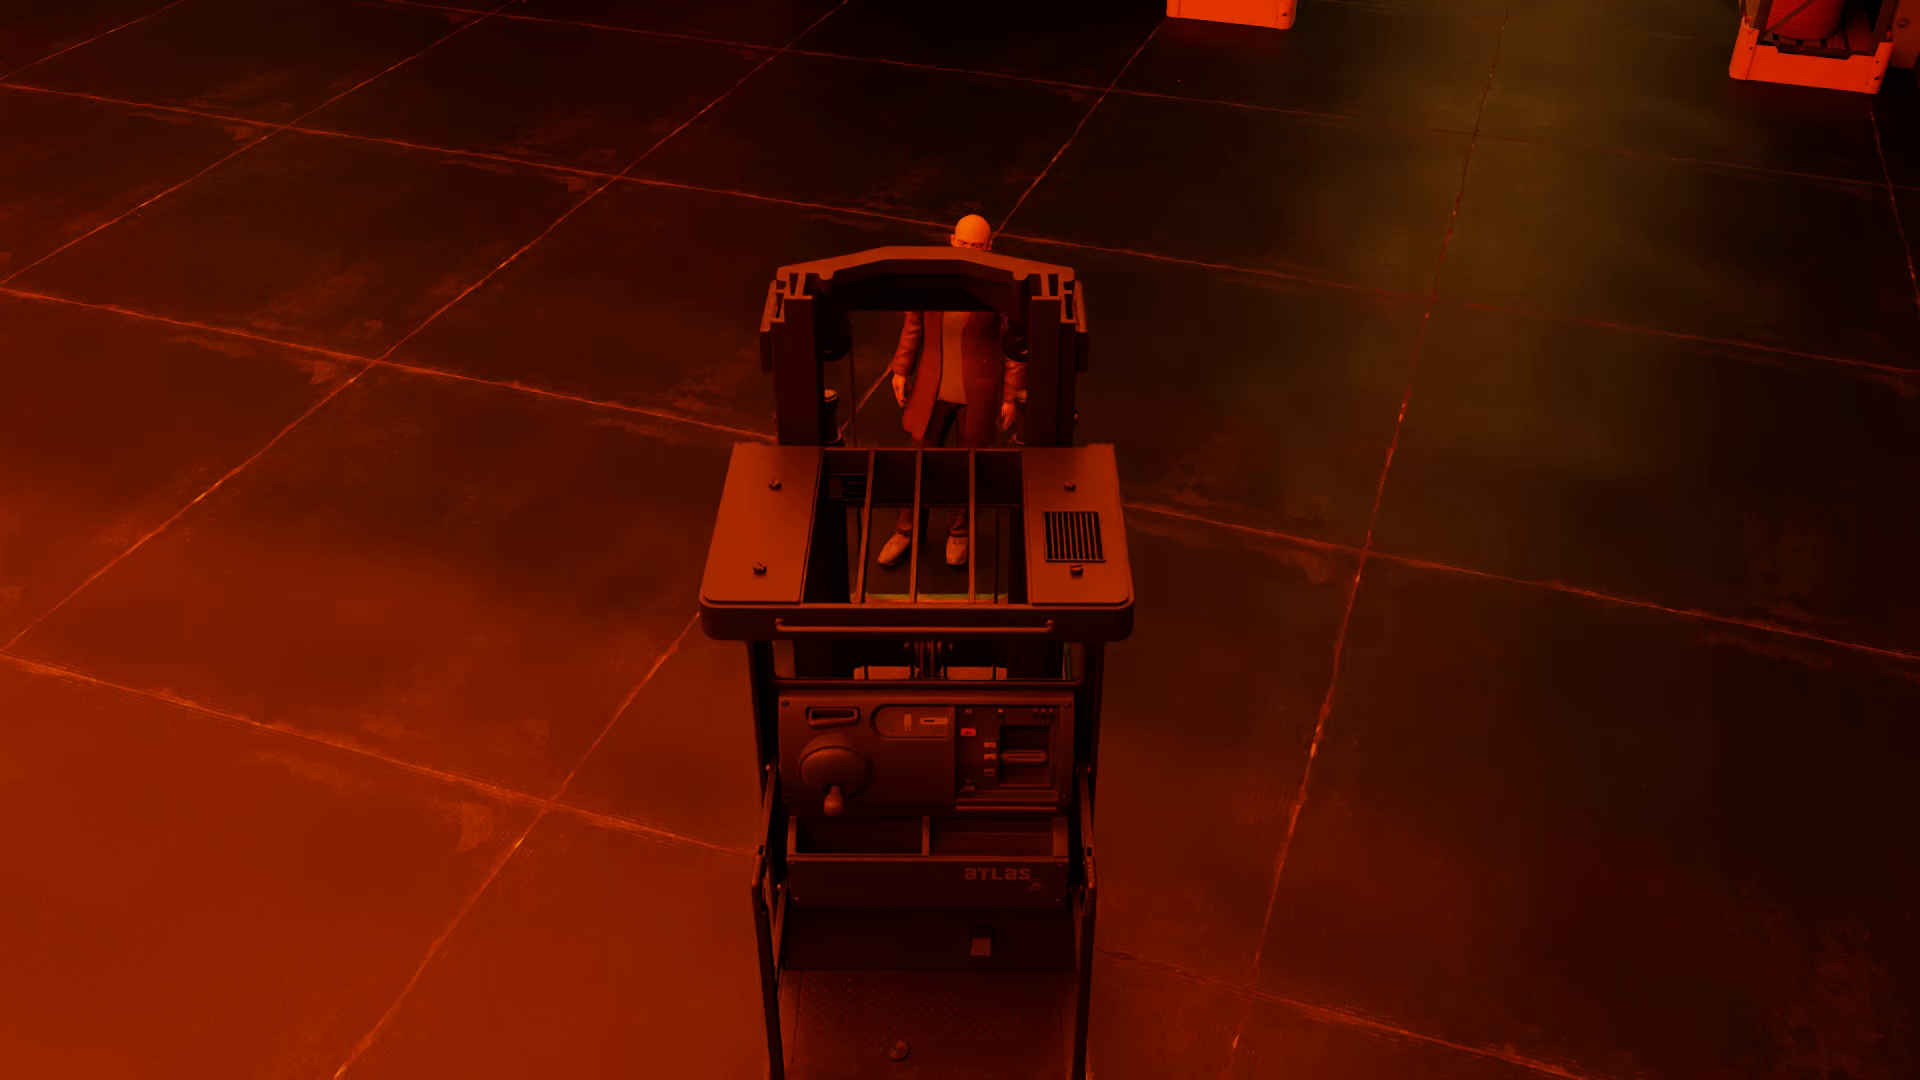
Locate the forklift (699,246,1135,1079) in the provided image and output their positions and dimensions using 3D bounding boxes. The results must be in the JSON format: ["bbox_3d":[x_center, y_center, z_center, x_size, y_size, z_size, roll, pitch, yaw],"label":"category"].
[{"bbox_3d":[-0.105,0.737,5.071,1.130,2.935,3.031,0,35,0],"label":"forklift"}]

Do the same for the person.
[{"bbox_3d":[-0.034,-0.682,8.057,0.696,1.778,0.579,12,37,16],"label":"person"}]
